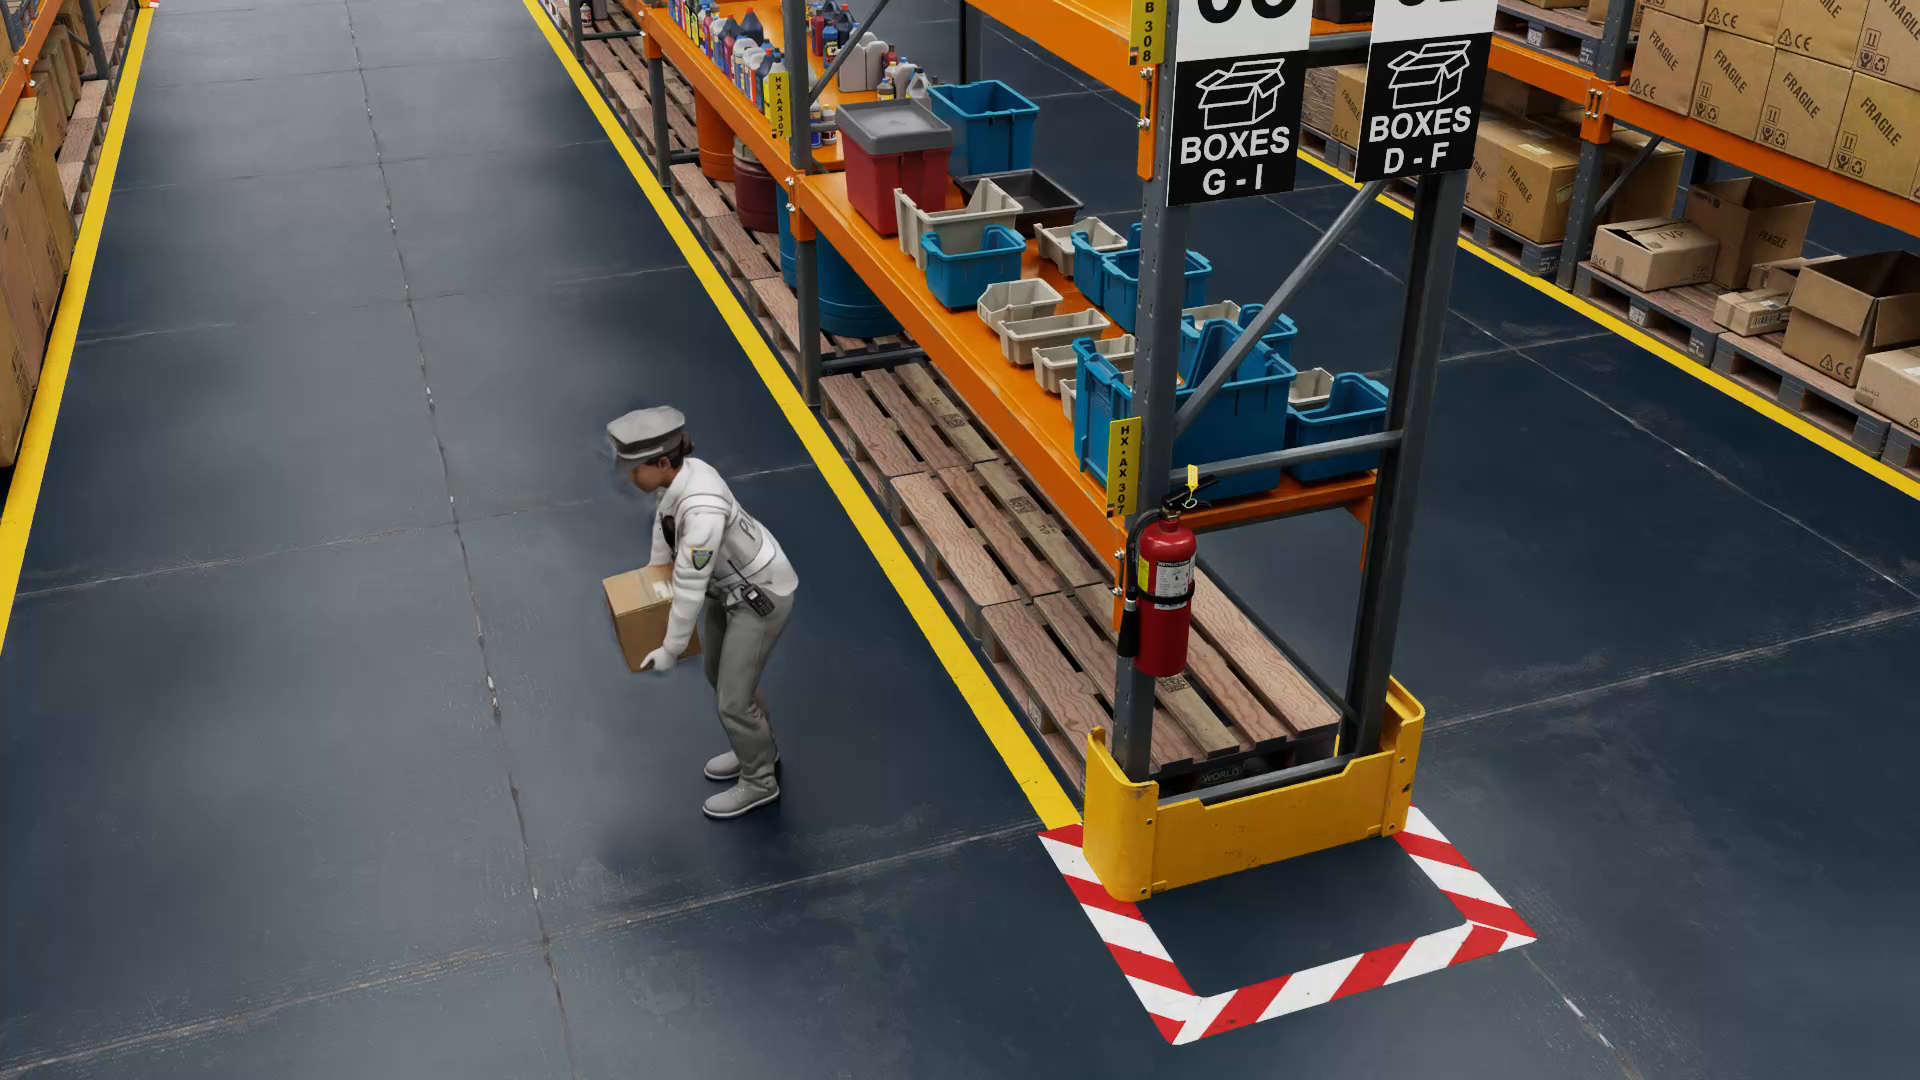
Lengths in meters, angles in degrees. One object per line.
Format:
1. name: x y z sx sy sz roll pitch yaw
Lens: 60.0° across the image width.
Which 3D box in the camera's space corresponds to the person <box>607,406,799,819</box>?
1. person: -0.852 0.255 5.775 0.586 1.585 0.412 -11 32 -18
